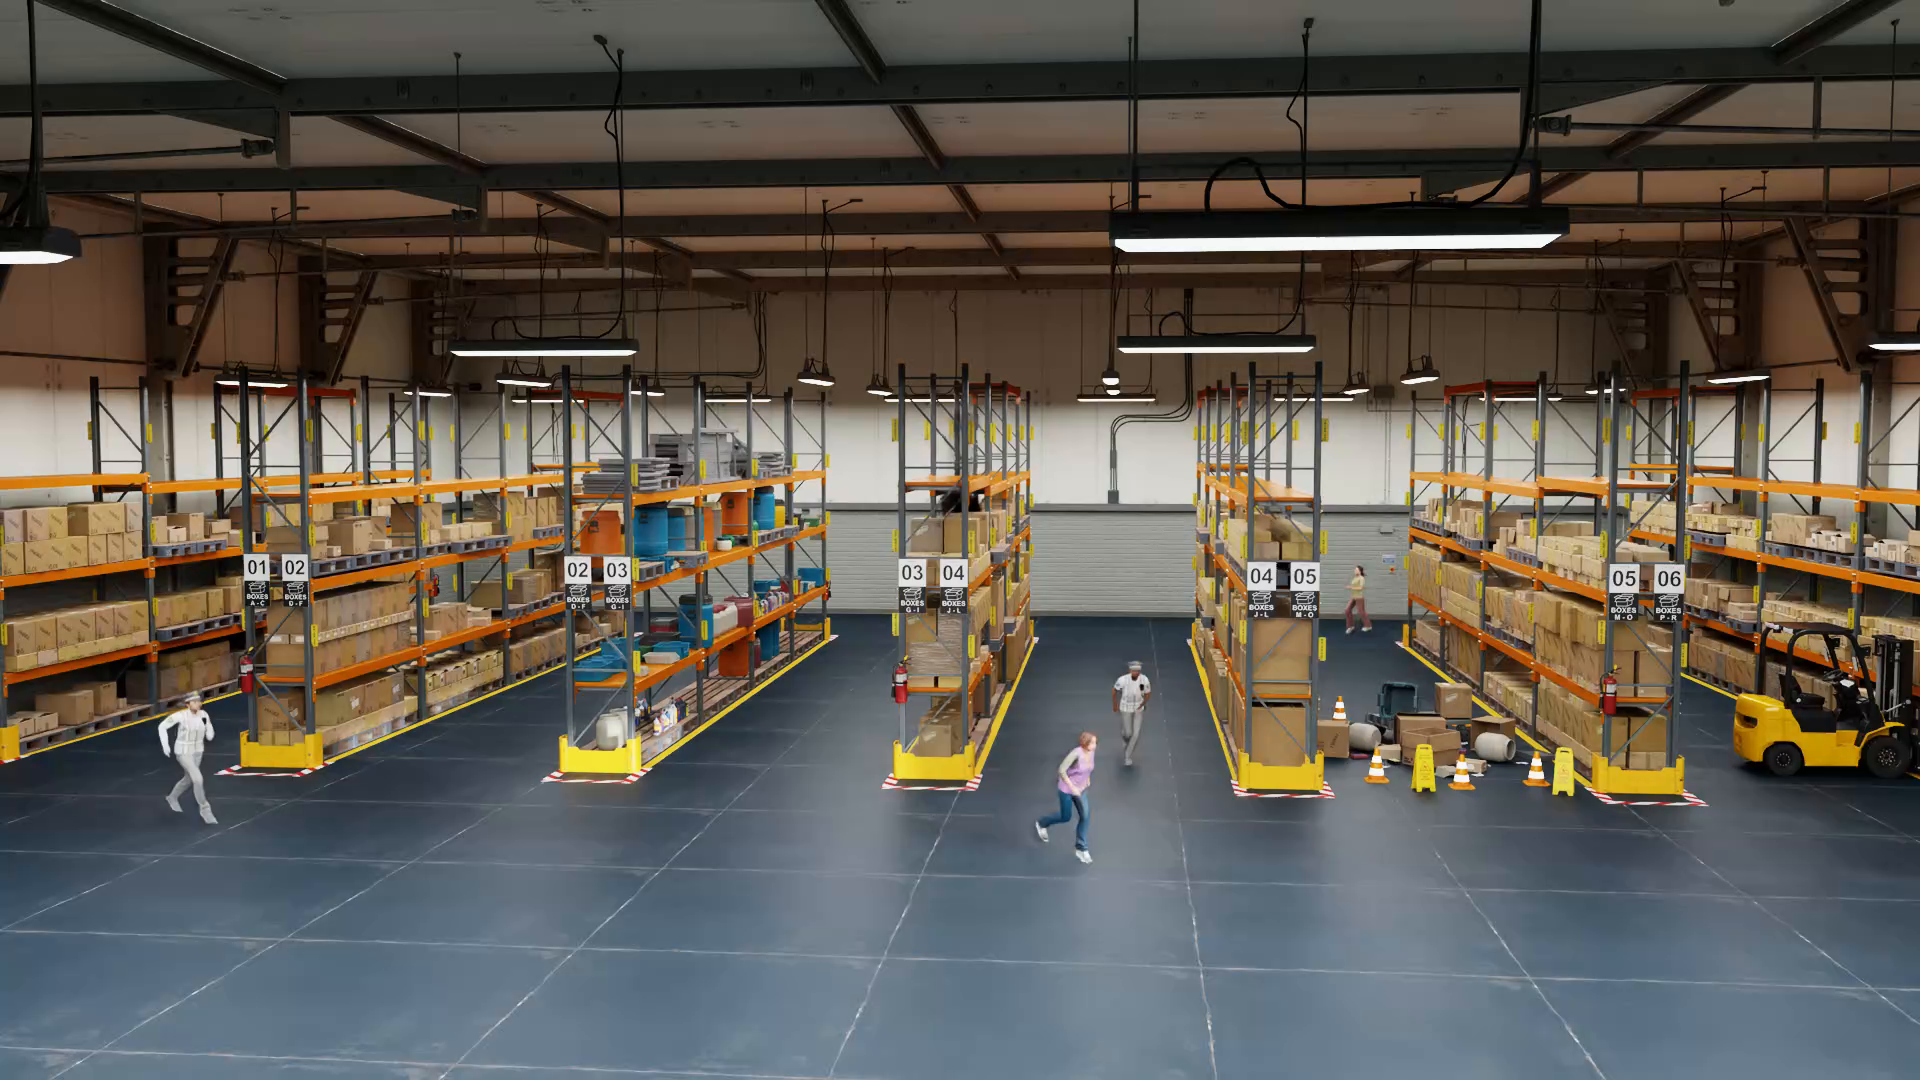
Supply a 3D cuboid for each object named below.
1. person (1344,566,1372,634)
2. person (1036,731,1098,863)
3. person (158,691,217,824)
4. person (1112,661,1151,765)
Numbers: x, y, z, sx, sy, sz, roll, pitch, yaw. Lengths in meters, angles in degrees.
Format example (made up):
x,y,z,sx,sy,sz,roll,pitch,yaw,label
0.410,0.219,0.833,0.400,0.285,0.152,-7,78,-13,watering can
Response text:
x,y,z,sx,sy,sz,roll,pitch,yaw,label
9.961,1.501,41.561,0.735,1.725,0.545,-1,4,-20,person
1.263,2.993,19.702,0.897,1.549,0.559,3,5,40,person
-9.968,2.787,21.497,0.946,1.718,0.634,2,4,30,person
2.602,2.602,25.206,0.563,1.619,0.701,0,4,-8,person
